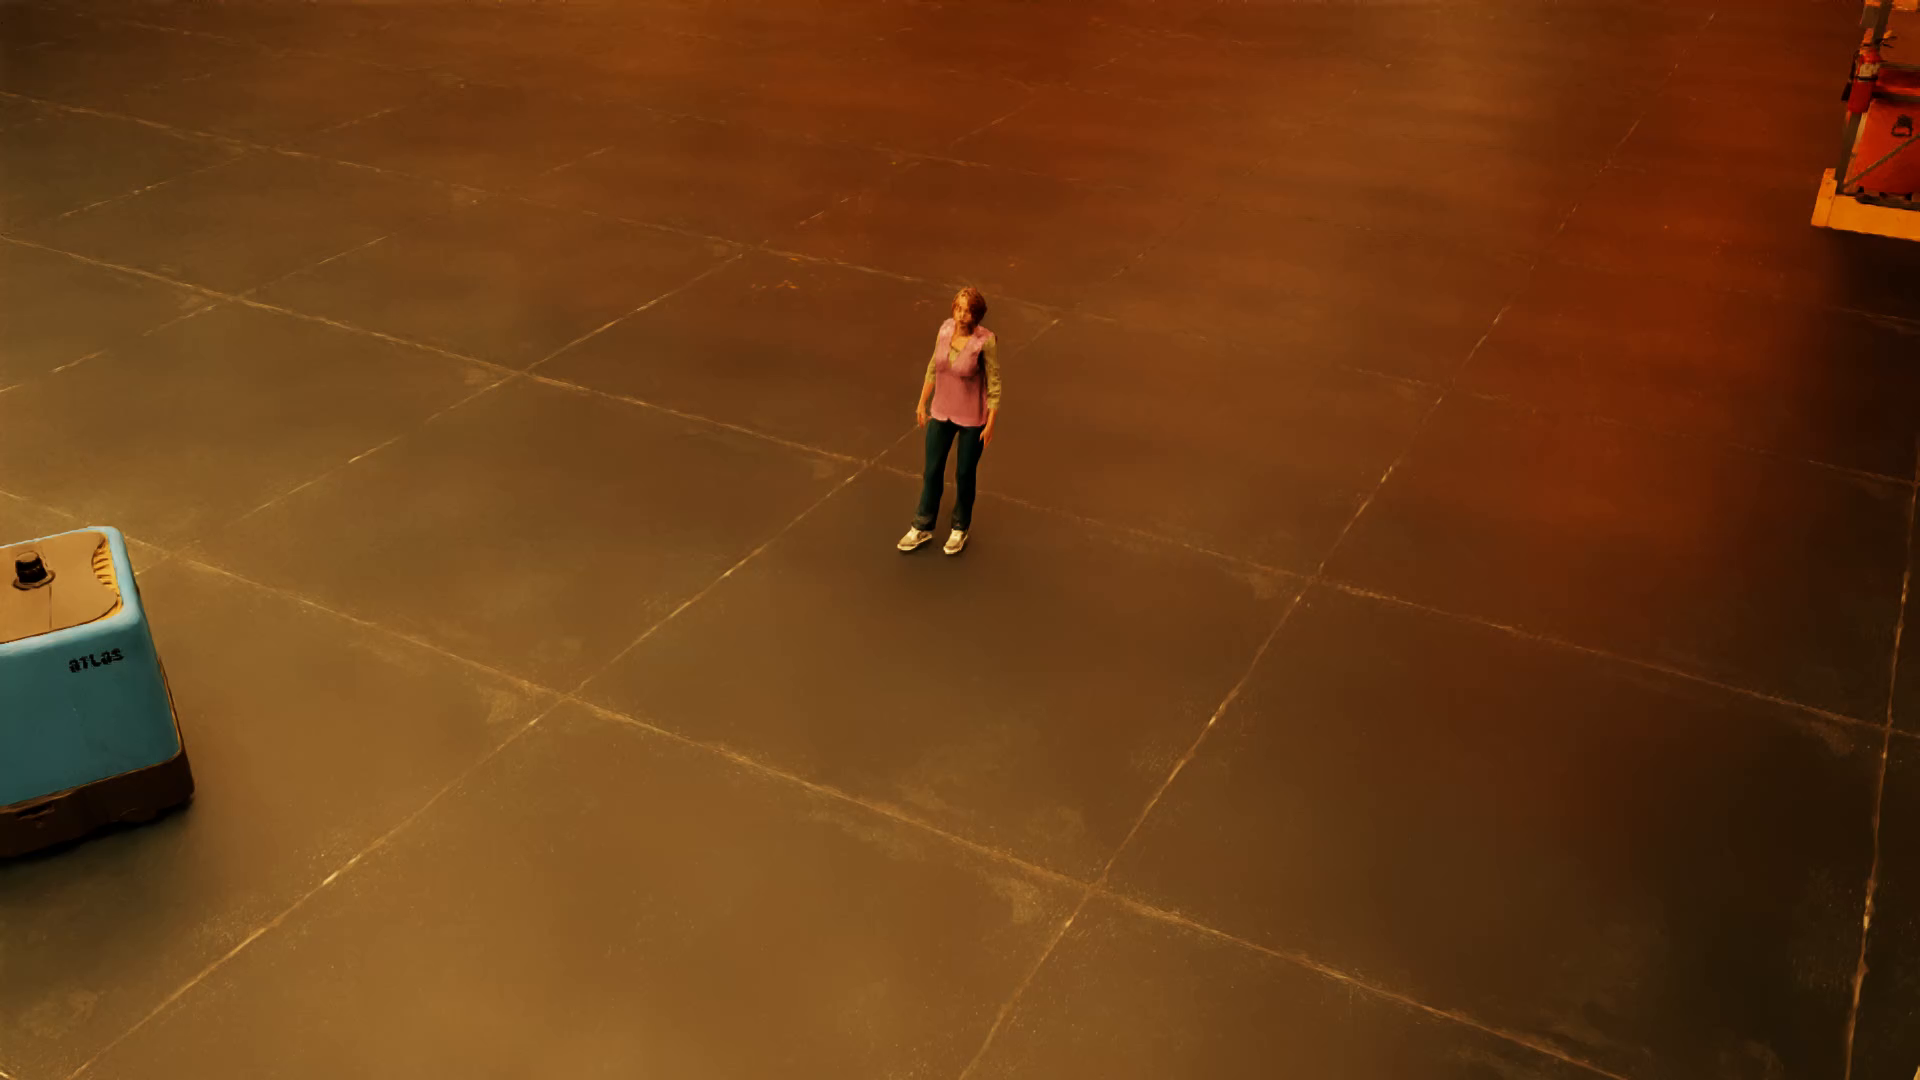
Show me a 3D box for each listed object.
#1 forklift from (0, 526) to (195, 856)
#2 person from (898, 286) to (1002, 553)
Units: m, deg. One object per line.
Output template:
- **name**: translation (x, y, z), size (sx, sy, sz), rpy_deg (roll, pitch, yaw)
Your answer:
- **forklift**: translation (-5.141, 0.138, 6.831), size (3.031, 2.935, 1.130), rpy_deg (-16, 33, -25)
- **person**: translation (-0.048, -0.669, 9.550), size (0.520, 1.597, 0.474), rpy_deg (15, 33, 25)
